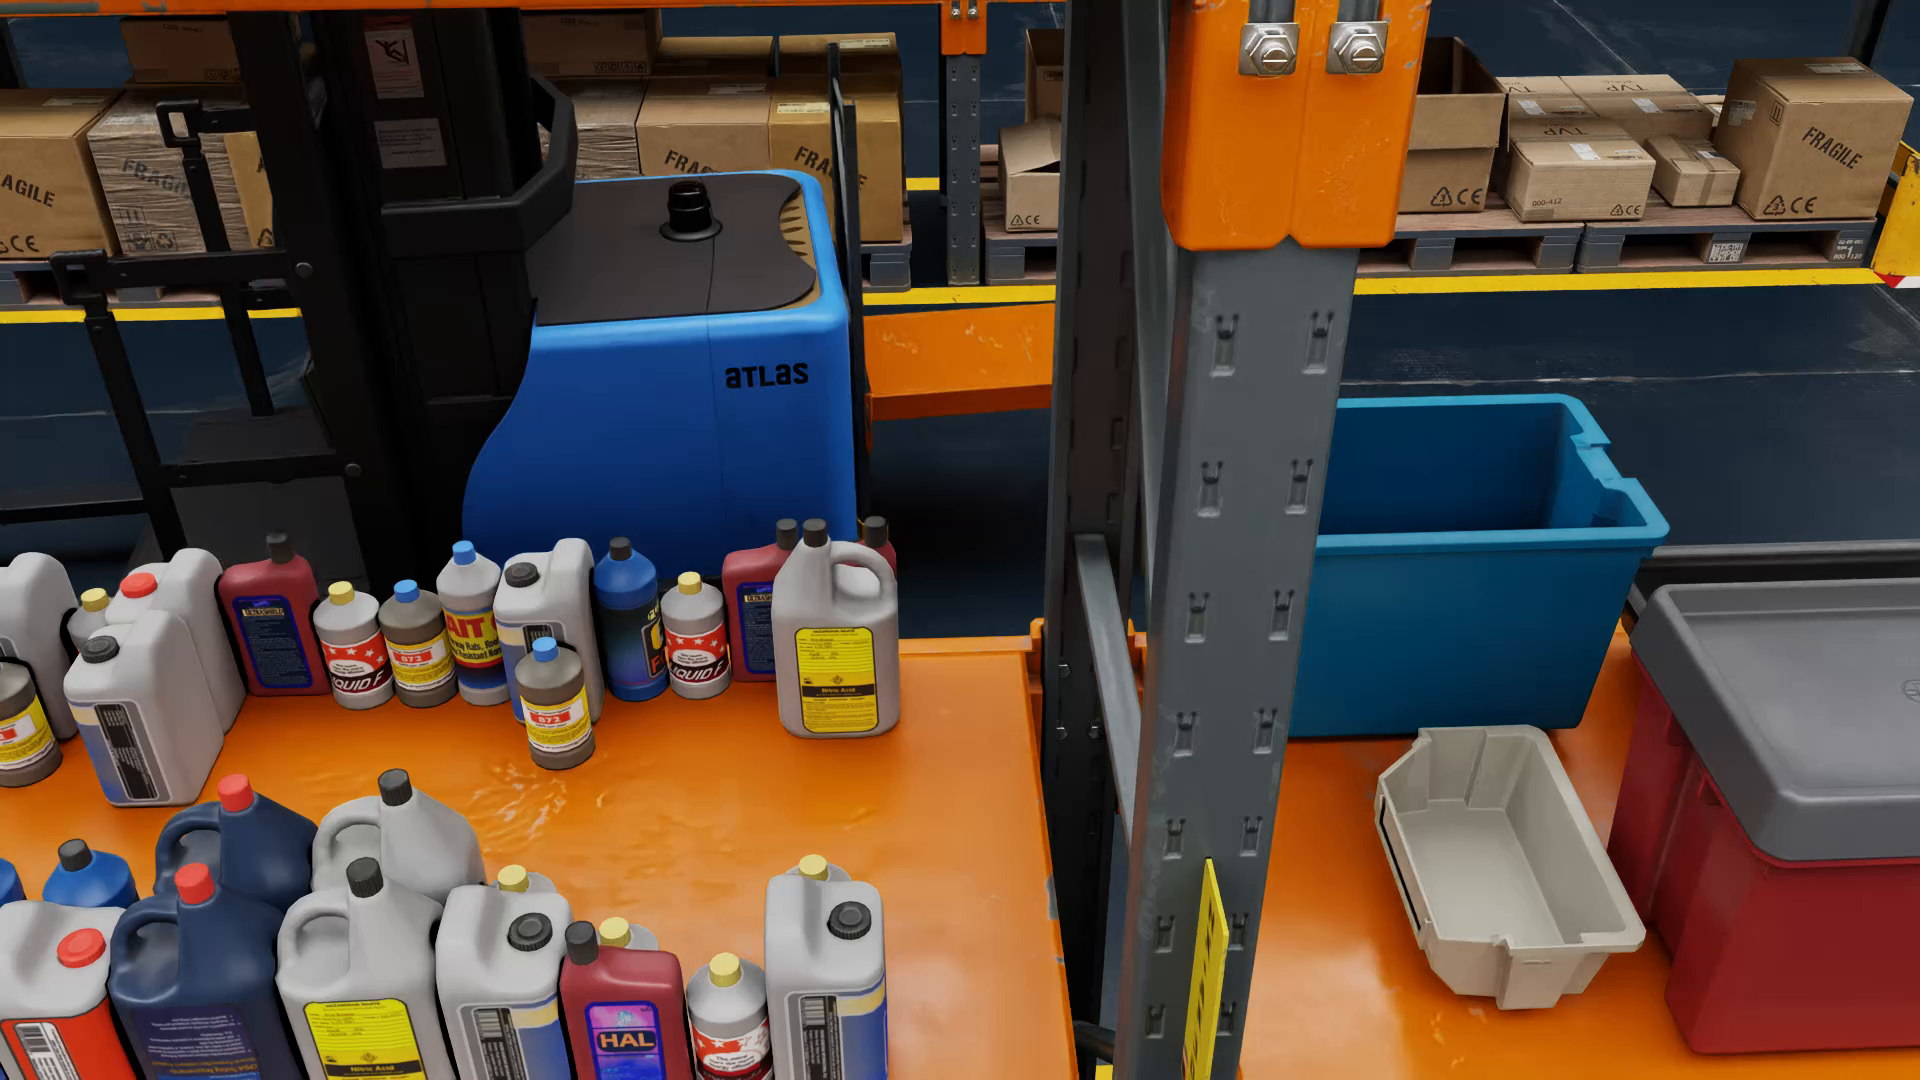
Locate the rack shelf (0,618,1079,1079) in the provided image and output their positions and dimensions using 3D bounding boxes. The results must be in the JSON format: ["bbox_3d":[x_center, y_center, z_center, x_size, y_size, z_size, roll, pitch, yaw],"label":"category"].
[{"bbox_3d":[-1.775,0.624,2.344,4.000,0.370,1.077,-2,35,-2],"label":"rack shelf"}]

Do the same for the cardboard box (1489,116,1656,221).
[{"bbox_3d":[2.505,-1.536,6.863,0.500,0.250,0.500,-2,35,-2],"label":"cardboard box"}]

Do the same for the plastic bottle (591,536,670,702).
[{"bbox_3d":[-0.509,0.115,2.562,0.097,0.271,0.097,0,35,0],"label":"plastic bottle"}]

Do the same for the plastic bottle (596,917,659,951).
[{"bbox_3d":[-0.407,0.538,2.011,0.097,0.201,0.097,0,35,0],"label":"plastic bottle"}]

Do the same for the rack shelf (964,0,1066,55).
[{"bbox_3d":[1.989,-2.299,6.569,4.000,0.370,1.077,-2,35,-2],"label":"rack shelf"}]

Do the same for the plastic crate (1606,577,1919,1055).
[{"bbox_3d":[1.126,0.342,2.011,0.583,0.464,0.402,-2,35,-2],"label":"plastic crate"}]

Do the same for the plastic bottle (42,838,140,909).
[{"bbox_3d":[-1.049,0.475,2.041,0.097,0.271,0.097,0,35,0],"label":"plastic bottle"}]

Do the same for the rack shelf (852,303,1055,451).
[{"bbox_3d":[0.186,-0.519,4.998,1.000,0.185,0.538,-5,35,-7],"label":"rack shelf"}]

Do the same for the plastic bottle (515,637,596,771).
[{"bbox_3d":[-0.599,0.232,2.453,0.097,0.201,0.097,0,35,0],"label":"plastic bottle"}]

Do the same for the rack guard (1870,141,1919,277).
[{"bbox_3d":[3.911,-1.619,7.150,0.348,0.500,1.175,-2,35,-2],"label":"rack guard"}]

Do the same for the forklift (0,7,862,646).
[{"bbox_3d":[-1.836,-1.048,4.189,3.031,2.935,1.130,-5,35,-7],"label":"forklift"}]

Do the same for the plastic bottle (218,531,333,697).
[{"bbox_3d":[-1.051,0.114,2.552,0.133,0.283,0.061,-2,35,-2],"label":"plastic bottle"}]

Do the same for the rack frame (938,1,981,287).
[{"bbox_3d":[-0.008,-2.541,6.286,0.127,3.000,1.000,-2,35,-2],"label":"rack frame"}]

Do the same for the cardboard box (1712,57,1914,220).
[{"bbox_3d":[3.456,-1.647,6.804,0.500,0.500,0.500,-2,35,-2],"label":"cardboard box"}]

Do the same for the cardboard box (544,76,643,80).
[{"bbox_3d":[-1.535,-1.790,7.010,0.500,0.500,0.500,-1,35,-2],"label":"cardboard box"}]

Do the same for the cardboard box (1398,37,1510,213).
[{"bbox_3d":[1.868,-1.749,6.949,0.637,0.503,0.797,-2,35,-2],"label":"cardboard box"}]

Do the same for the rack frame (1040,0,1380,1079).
[{"bbox_3d":[0.223,0.277,2.215,0.053,2.616,0.949,-2,35,-2],"label":"rack frame"}]

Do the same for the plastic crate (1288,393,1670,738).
[{"bbox_3d":[0.673,0.050,2.503,0.575,0.384,0.392,-2,35,-2],"label":"plastic crate"}]

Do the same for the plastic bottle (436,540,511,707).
[{"bbox_3d":[-0.741,0.121,2.553,0.097,0.271,0.097,0,35,0],"label":"plastic bottle"}]

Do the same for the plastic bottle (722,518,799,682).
[{"bbox_3d":[-0.297,0.094,2.581,0.133,0.283,0.061,-2,35,-2],"label":"plastic bottle"}]

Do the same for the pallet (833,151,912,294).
[{"bbox_3d":[-0.819,-1.351,7.017,1.213,0.211,1.003,-2,35,-2],"label":"pallet"}]

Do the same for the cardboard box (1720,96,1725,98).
[{"bbox_3d":[3.553,-1.842,7.394,0.250,0.149,0.380,-2,35,-2],"label":"cardboard box"}]

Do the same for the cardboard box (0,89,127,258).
[{"bbox_3d":[-3.536,-1.436,6.499,0.500,0.500,0.500,0,35,0],"label":"cardboard box"}]

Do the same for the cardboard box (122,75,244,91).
[{"bbox_3d":[-3.081,-1.745,6.946,0.500,0.500,0.500,0,35,0],"label":"cardboard box"}]

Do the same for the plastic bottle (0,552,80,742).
[{"bbox_3d":[-1.415,0.153,2.502,0.135,0.276,0.152,-2,35,-2],"label":"plastic bottle"}]

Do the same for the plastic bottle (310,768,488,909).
[{"bbox_3d":[-0.687,0.424,2.045,0.185,0.351,0.144,-2,35,-2],"label":"plastic bottle"}]

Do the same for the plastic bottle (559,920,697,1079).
[{"bbox_3d":[-0.385,0.549,1.923,0.133,0.283,0.061,-2,35,-2],"label":"plastic bottle"}]

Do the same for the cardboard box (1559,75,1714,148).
[{"bbox_3d":[2.931,-1.832,7.291,0.500,0.250,0.500,-2,35,-2],"label":"cardboard box"}]

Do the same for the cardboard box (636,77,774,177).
[{"bbox_3d":[-0.982,-1.509,6.605,0.500,0.500,0.500,-1,35,-2],"label":"cardboard box"}]

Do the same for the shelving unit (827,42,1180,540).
[{"bbox_3d":[0.195,-0.668,4.897,1.083,1.500,0.587,-5,35,-7],"label":"shelving unit"}]

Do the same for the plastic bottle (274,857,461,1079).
[{"bbox_3d":[-0.680,0.506,1.927,0.185,0.351,0.144,-2,35,-2],"label":"plastic bottle"}]

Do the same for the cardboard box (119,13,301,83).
[{"bbox_3d":[-3.025,-2.057,6.738,0.500,0.250,0.500,0,35,0],"label":"cardboard box"}]

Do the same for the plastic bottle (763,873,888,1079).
[{"bbox_3d":[-0.156,0.520,1.972,0.135,0.276,0.152,-2,35,-2],"label":"plastic bottle"}]

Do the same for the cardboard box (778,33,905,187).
[{"bbox_3d":[-0.503,-1.820,7.053,0.500,0.500,0.500,-3,35,-4],"label":"cardboard box"}]

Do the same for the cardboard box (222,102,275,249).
[{"bbox_3d":[-2.512,-1.464,6.540,0.500,0.500,0.500,-2,35,-3],"label":"cardboard box"}]

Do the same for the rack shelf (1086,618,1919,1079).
[{"bbox_3d":[2.220,0.517,2.500,4.000,0.370,1.077,-2,35,-2],"label":"rack shelf"}]

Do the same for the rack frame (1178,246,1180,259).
[{"bbox_3d":[0.688,-0.711,4.959,0.032,1.500,0.500,-5,35,-7],"label":"rack frame"}]

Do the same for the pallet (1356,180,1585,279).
[{"bbox_3d":[1.899,-1.447,7.155,1.213,0.211,1.003,-2,35,-2],"label":"pallet"}]

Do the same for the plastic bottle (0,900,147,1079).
[{"bbox_3d":[-1.025,0.543,1.938,0.135,0.276,0.152,-2,35,-2],"label":"plastic bottle"}]

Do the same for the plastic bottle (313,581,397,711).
[{"bbox_3d":[-0.935,0.155,2.565,0.097,0.201,0.097,0,35,0],"label":"plastic bottle"}]

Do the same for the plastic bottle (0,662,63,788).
[{"bbox_3d":[-1.390,0.254,2.422,0.097,0.201,0.097,0,35,0],"label":"plastic bottle"}]
